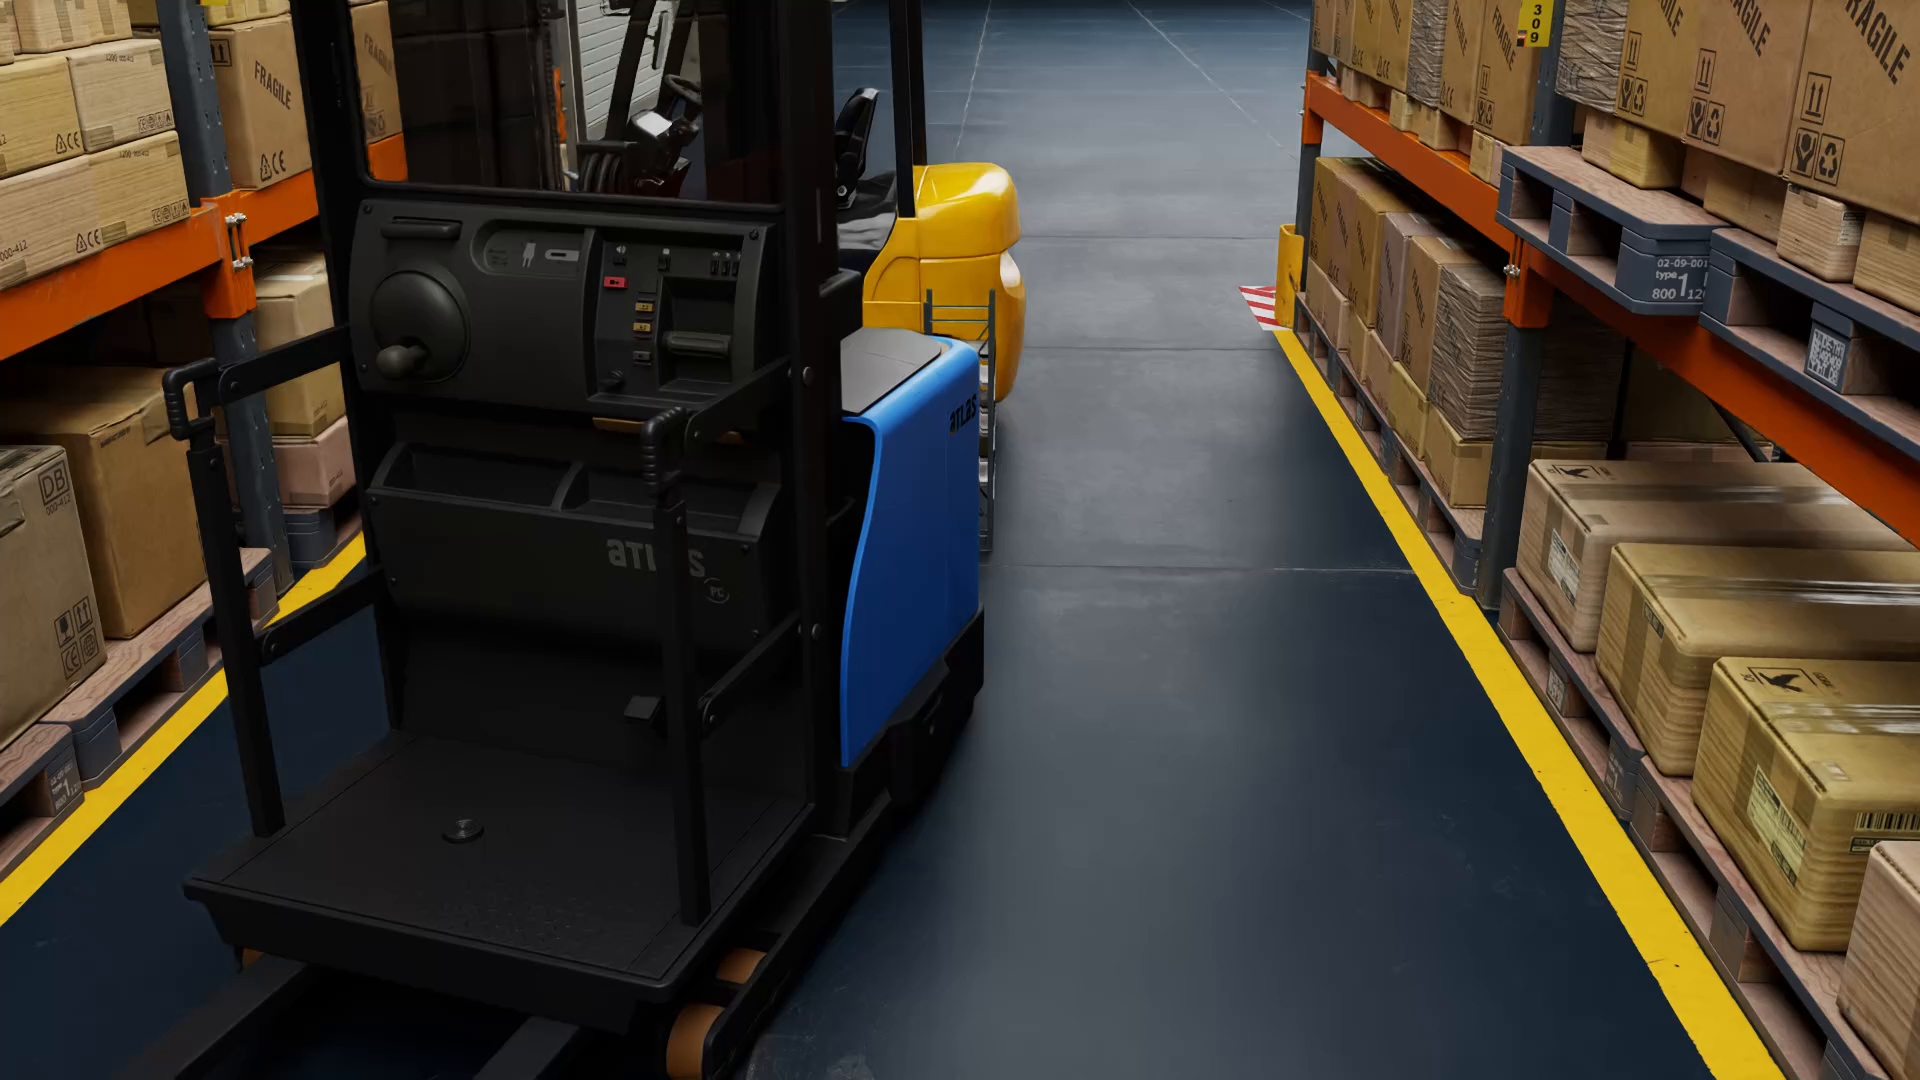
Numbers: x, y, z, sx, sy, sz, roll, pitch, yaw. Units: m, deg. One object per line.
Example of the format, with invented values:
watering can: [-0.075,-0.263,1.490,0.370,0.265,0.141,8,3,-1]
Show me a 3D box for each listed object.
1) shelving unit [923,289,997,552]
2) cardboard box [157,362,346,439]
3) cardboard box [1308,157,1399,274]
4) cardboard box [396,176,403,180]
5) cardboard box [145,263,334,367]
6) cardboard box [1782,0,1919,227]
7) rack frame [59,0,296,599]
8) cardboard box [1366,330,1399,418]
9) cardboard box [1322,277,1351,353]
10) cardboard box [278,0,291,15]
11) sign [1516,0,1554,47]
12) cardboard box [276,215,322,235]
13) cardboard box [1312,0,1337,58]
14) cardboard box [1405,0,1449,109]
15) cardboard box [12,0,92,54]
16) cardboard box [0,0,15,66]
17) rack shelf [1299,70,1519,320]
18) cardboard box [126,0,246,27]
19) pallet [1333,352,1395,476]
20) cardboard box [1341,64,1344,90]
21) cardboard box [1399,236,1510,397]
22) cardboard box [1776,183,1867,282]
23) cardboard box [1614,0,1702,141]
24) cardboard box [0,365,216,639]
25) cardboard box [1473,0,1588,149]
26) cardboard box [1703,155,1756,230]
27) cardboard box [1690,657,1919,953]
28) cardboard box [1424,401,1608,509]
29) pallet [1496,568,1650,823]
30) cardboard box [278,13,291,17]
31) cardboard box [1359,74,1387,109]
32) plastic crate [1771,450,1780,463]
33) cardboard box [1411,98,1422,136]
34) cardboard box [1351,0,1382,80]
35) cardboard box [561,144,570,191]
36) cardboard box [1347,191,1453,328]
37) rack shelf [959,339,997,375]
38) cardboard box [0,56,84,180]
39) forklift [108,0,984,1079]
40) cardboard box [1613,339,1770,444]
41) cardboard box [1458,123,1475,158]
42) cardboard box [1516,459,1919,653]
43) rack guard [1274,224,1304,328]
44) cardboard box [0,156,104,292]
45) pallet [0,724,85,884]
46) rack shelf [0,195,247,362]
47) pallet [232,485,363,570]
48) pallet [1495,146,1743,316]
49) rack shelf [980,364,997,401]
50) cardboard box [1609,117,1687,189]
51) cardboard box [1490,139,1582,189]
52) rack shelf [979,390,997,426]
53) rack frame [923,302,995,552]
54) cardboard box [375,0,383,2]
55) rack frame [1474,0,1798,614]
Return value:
shelving unit: [0.000,-0.417,5.859,0.258,0.900,0.210,1,21,2]
cardboard box: [-2.432,-0.549,5.826,0.500,0.250,0.500,1,21,1]
cardboard box: [2.027,-1.590,8.163,0.500,0.500,0.500,0,21,0]
cardboard box: [-2.875,-1.523,7.647,0.500,0.250,0.500,0,21,1]
cardboard box: [-2.427,-0.782,5.735,0.500,0.250,0.500,0,21,1]
cardboard box: [1.857,-0.846,2.933,0.500,0.500,0.500,0,21,-1]
rack frame: [-2.755,-1.230,5.053,1.000,3.000,0.127,1,21,2]
cardboard box: [1.982,-0.684,6.866,0.500,0.250,0.500,1,21,2]
cardboard box: [2.004,-1.064,7.845,0.500,0.250,0.500,1,21,4]
cardboard box: [-2.496,-1.880,5.692,0.380,0.149,0.250,1,21,2]
sign: [1.664,-1.584,4.767,0.100,0.325,0.005,1,21,2]
cardboard box: [-2.398,-1.147,6.676,0.500,0.250,0.500,1,21,3]
cardboard box: [2.036,-2.640,8.138,0.500,0.500,0.500,0,21,1]
cardboard box: [1.991,-1.900,6.228,0.500,0.500,0.500,1,21,3]
cardboard box: [-2.534,-1.360,4.352,0.380,0.149,0.250,0,21,1]
cardboard box: [-2.469,-1.175,3.877,0.380,0.149,0.250,0,21,0]
rack shelf: [2.267,-1.565,6.910,1.077,0.370,4.000,1,21,2]
cardboard box: [-2.483,-1.692,5.207,0.380,0.149,0.250,0,21,1]
pallet: [2.226,-0.562,7.187,1.003,0.211,1.213,1,21,2]
cardboard box: [2.028,-2.199,7.897,0.380,0.149,0.250,0,21,0]
cardboard box: [1.970,-0.841,6.234,0.500,0.500,0.500,1,21,3]
cardboard box: [1.806,-0.588,3.165,0.380,0.149,0.250,1,21,4]
cardboard box: [1.891,-1.211,3.872,0.500,0.500,0.500,1,21,2]
cardboard box: [-2.760,-0.130,4.920,0.875,0.625,0.625,2,21,4]
cardboard box: [1.971,-1.526,5.265,0.500,0.500,0.500,0,21,0]
cardboard box: [1.875,-0.773,3.642,0.380,0.149,0.250,1,21,2]
cardboard box: [2.155,0.553,3.508,0.950,0.372,0.625,1,21,3]
cardboard box: [1.955,-0.308,5.896,0.500,0.250,0.500,2,21,4]
pallet: [2.184,0.405,4.695,1.003,0.211,1.213,1,21,2]
cardboard box: [-2.482,-1.623,5.927,0.500,0.500,0.500,1,21,3]
cardboard box: [2.000,-2.014,7.420,0.380,0.149,0.250,1,21,3]
plastic crate: [3.074,-0.375,6.884,0.402,0.080,0.583,-7,22,-17]
cardboard box: [1.977,-1.639,6.454,0.380,0.149,0.250,0,21,1]
cardboard box: [2.009,-2.269,7.180,0.500,0.500,0.500,0,21,1]
cardboard box: [-2.336,-1.887,8.583,0.500,0.250,0.500,1,21,3]
cardboard box: [1.992,-1.219,7.208,0.500,0.500,0.500,1,21,3]
rack shelf: [0.000,-0.637,5.773,0.258,0.077,0.200,1,21,2]
cardboard box: [-2.523,-1.027,4.045,0.500,0.250,0.500,0,21,0]
forklift: [-0.887,-0.456,3.154,1.130,2.935,3.031,7,22,17]
cardboard box: [2.494,-0.651,5.744,0.500,0.500,0.500,2,21,4]
cardboard box: [2.019,-1.453,5.974,0.380,0.149,0.250,0,21,1]
cardboard box: [2.193,0.042,4.826,0.950,0.372,0.625,1,21,2]
rack guard: [2.326,-1.430,9.024,1.175,0.500,0.348,1,21,2]
cardboard box: [-2.519,-0.793,4.134,0.500,0.250,0.500,1,21,1]
pallet: [-2.773,0.779,3.730,1.003,0.211,1.213,1,21,2]
rack shelf: [-2.816,-0.172,3.319,1.077,0.370,4.000,1,21,2]
pallet: [-2.689,-0.217,6.297,1.003,0.211,1.213,1,21,2]
pallet: [2.038,-0.813,4.242,1.003,0.211,1.213,1,21,2]
rack shelf: [0.000,-0.553,5.806,0.258,0.077,0.200,1,21,2]
cardboard box: [1.857,-0.969,4.147,0.380,0.149,0.250,1,21,3]
cardboard box: [1.911,-1.179,5.269,0.380,0.149,0.250,0,21,1]
rack shelf: [0.000,-0.469,5.838,0.258,0.077,0.200,1,21,2]
rack frame: [-0.003,-0.380,5.764,0.240,0.900,0.006,1,21,2]
cardboard box: [-2.415,-2.154,6.399,0.380,0.149,0.250,0,21,0]
rack frame: [2.206,-1.177,4.916,1.000,3.000,0.127,1,21,2]
